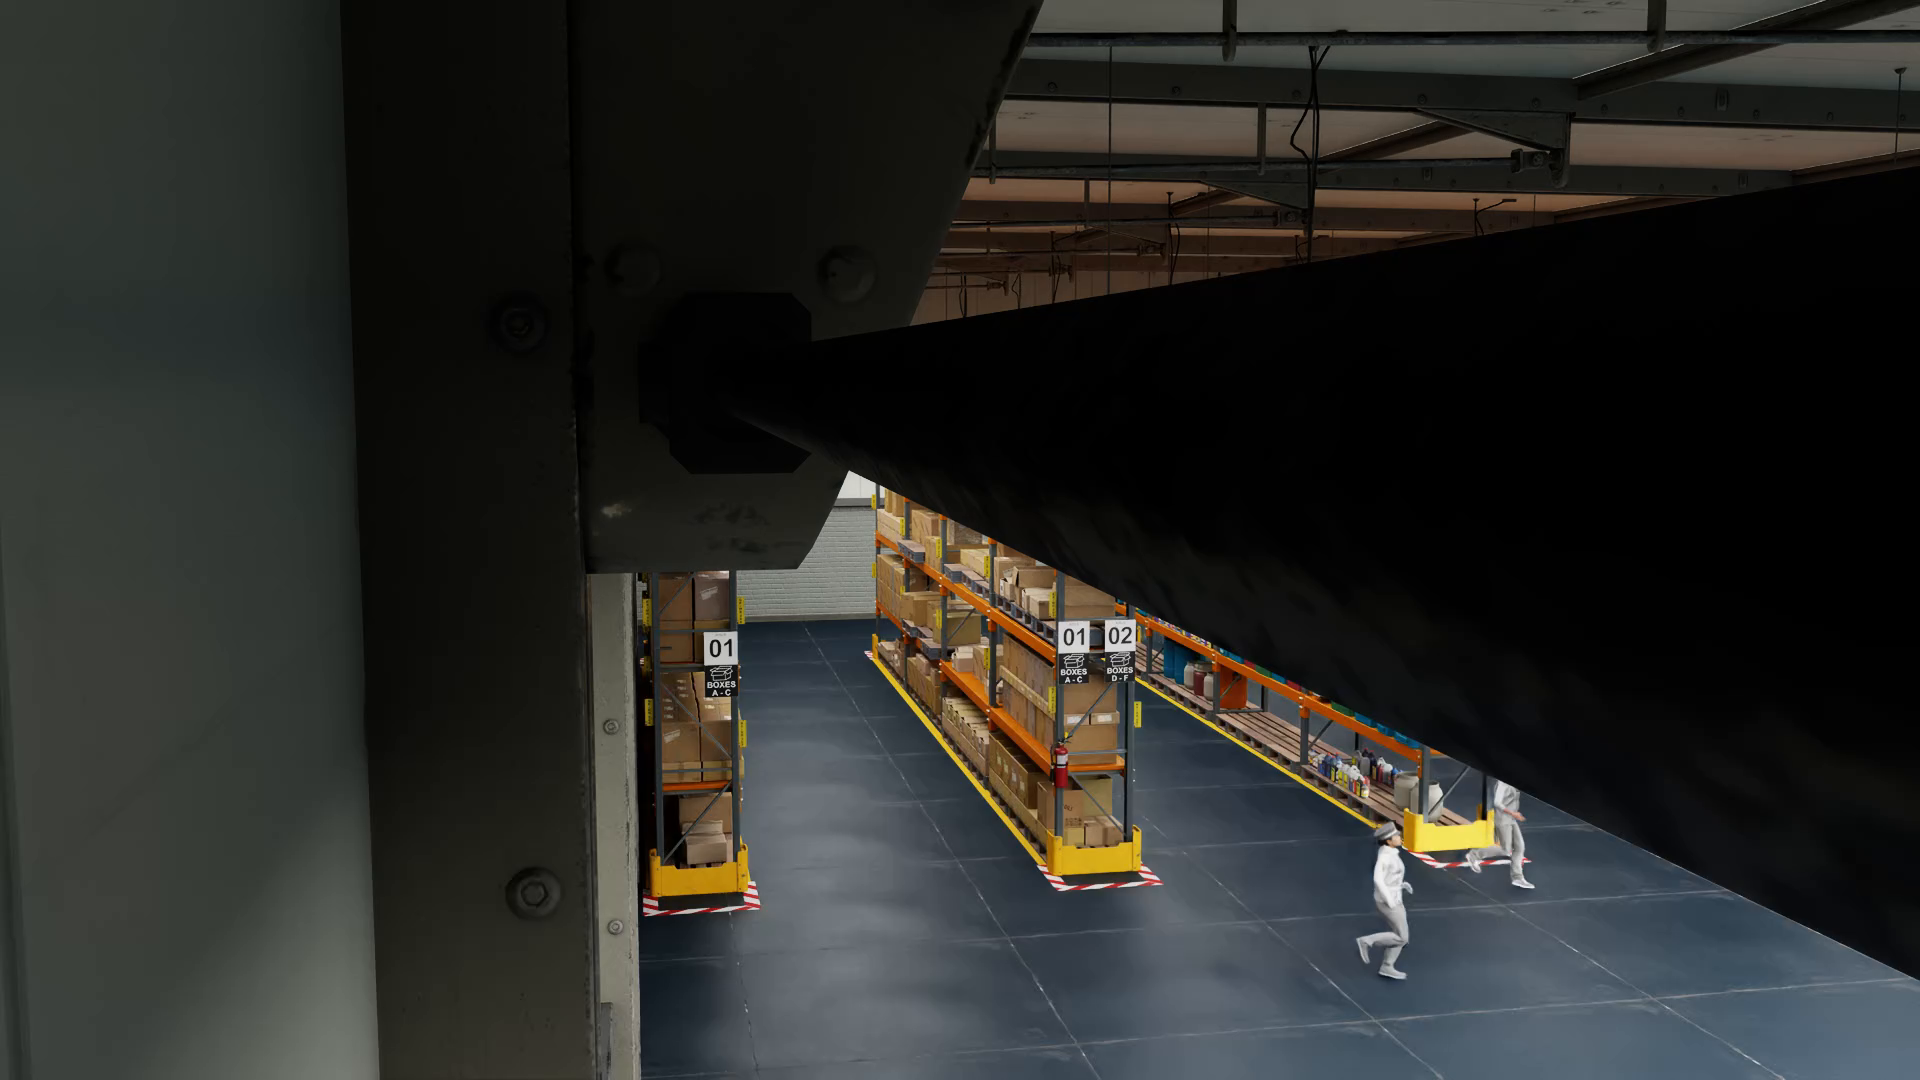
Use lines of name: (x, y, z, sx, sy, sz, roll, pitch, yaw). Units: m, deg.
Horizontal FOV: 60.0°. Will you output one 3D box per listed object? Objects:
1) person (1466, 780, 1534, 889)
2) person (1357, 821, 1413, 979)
person: (6.675, 3.460, 20.447, 0.818, 1.577, 0.565, 3, 7, 26)
person: (4.429, 3.750, 17.317, 0.550, 1.651, 0.658, 2, 6, 17)
